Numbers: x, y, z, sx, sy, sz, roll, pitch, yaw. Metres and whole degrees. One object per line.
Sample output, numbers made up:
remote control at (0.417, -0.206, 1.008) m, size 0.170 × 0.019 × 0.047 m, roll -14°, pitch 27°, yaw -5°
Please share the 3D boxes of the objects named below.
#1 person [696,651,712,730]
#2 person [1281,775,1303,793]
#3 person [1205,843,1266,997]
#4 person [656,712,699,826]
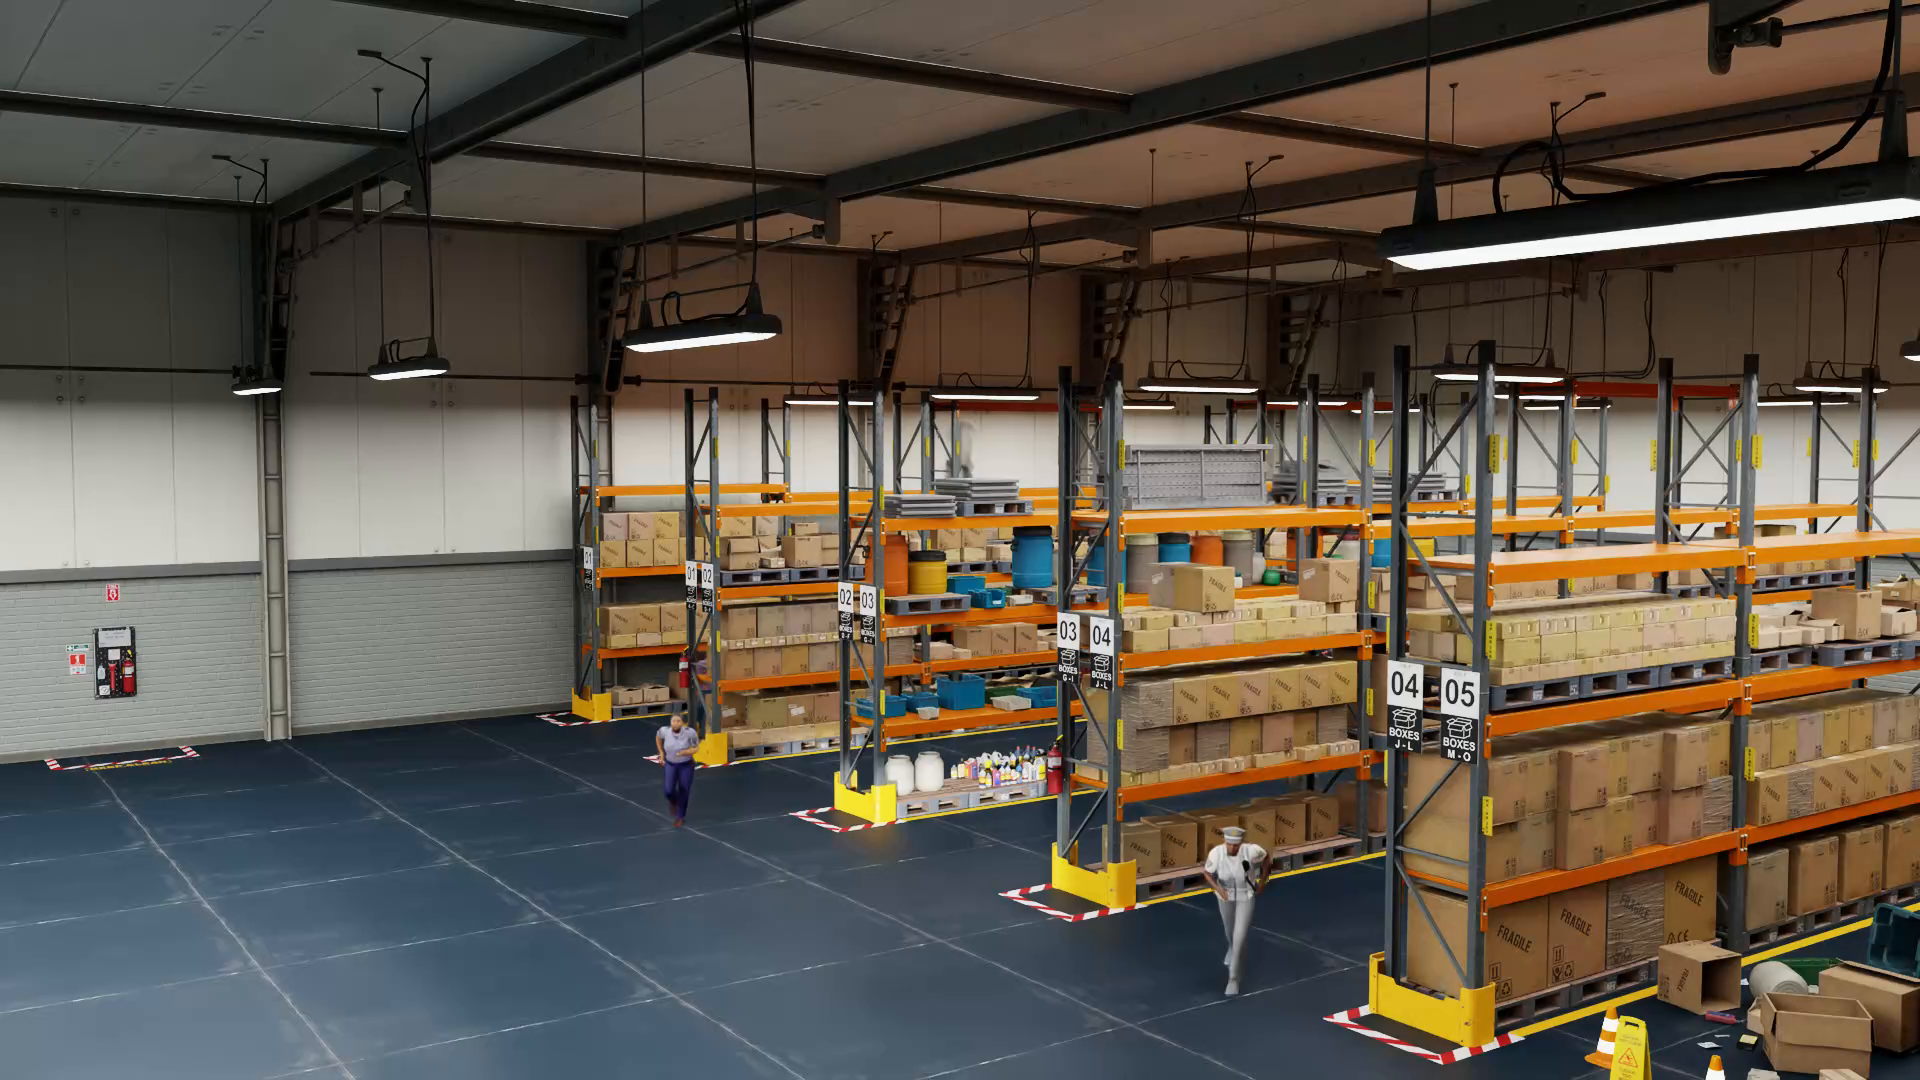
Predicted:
person at (-4.485, 2.615, 29.232) m, size 0.548 × 1.424 × 0.814 m, roll 2°, pitch 4°, yaw 26°
person at (4.681, 2.982, 23.207) m, size 0.689 × 1.619 × 0.608 m, roll -3°, pitch 4°, yaw -38°
person at (4.543, 3.032, 22.194) m, size 1.771 × 1.693 × 14.181 m, roll 1°, pitch 4°, yaw 12°
person at (-3.761, 3.053, 22.115) m, size 0.591 × 1.573 × 0.705 m, roll 0°, pitch 3°, yaw -5°
